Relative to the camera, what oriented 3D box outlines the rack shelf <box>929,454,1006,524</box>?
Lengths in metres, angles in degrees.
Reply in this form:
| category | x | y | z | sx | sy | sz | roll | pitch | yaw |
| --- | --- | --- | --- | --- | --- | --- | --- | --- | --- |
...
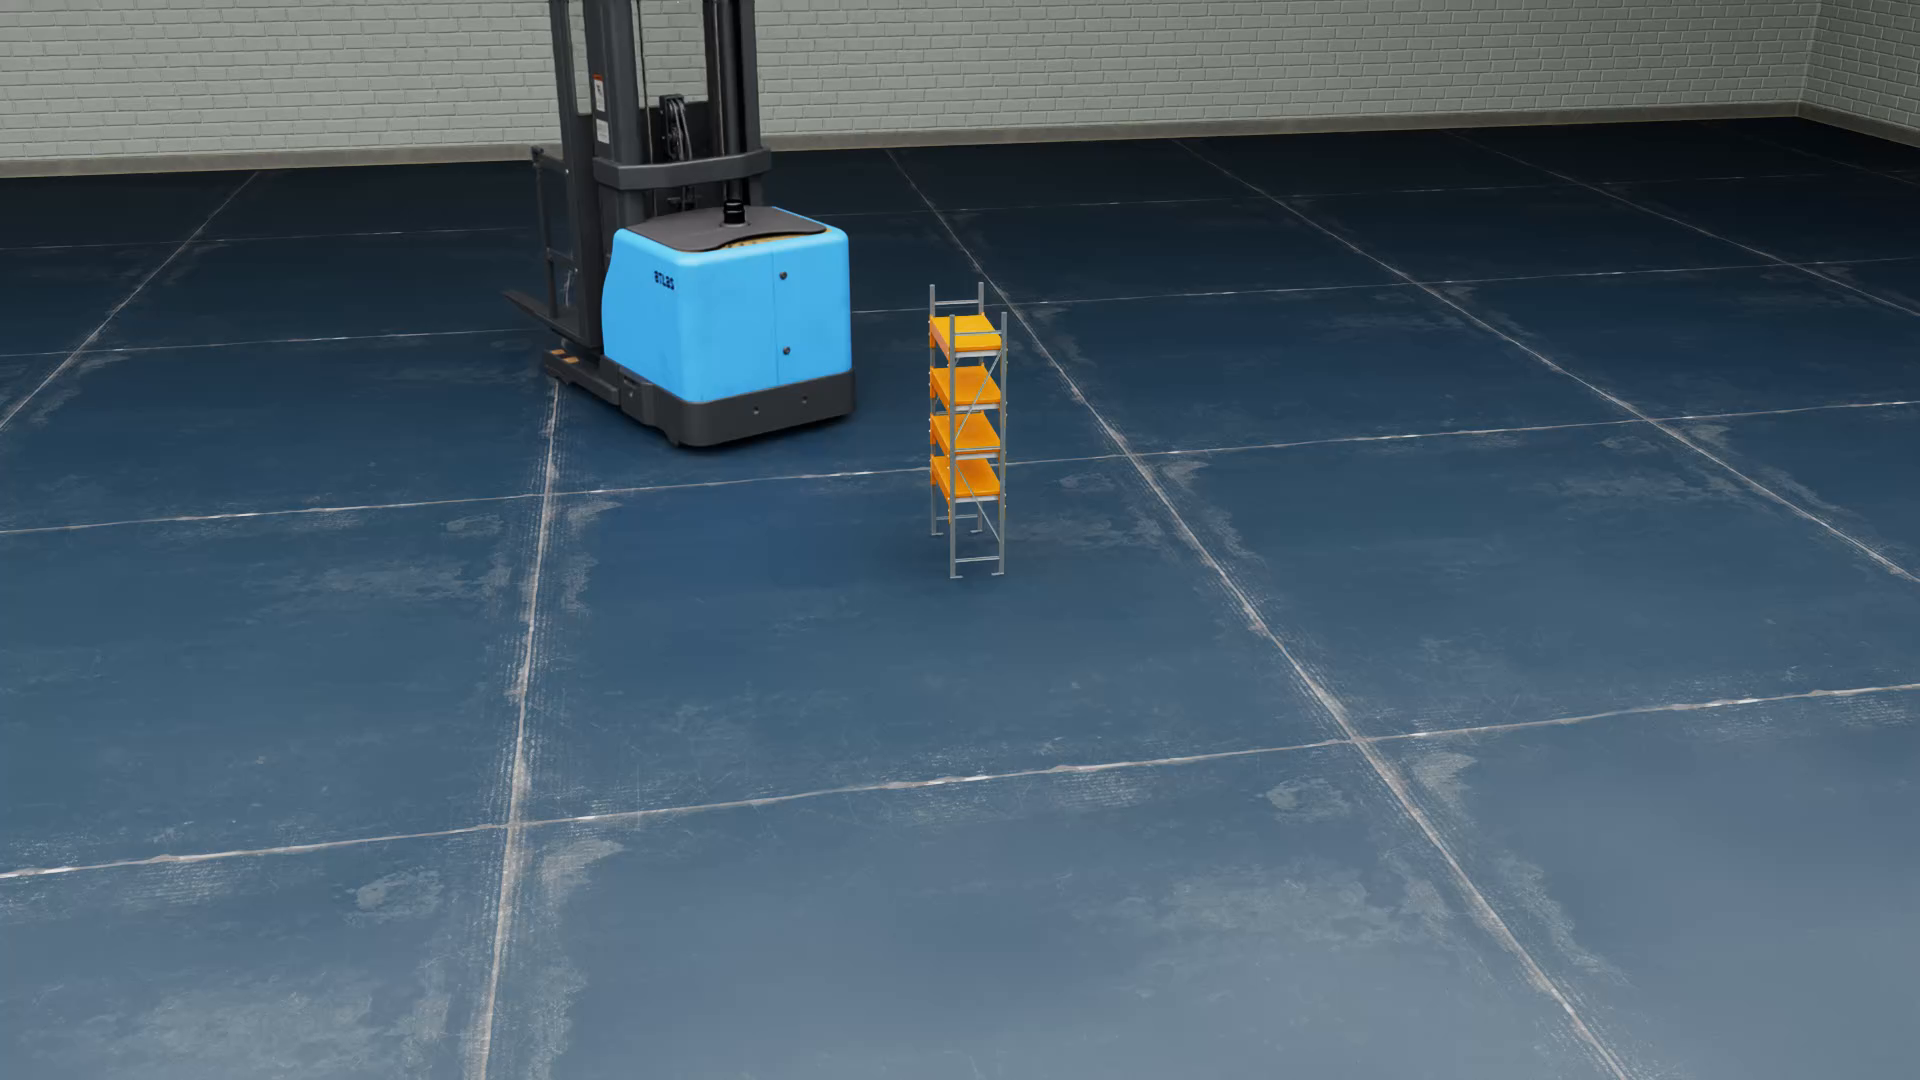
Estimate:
| category | x | y | z | sx | sy | sz | roll | pitch | yaw |
| --- | --- | --- | --- | --- | --- | --- | --- | --- | --- |
| rack shelf | 0.031 | -0.241 | 7.467 | 0.258 | 0.148 | 0.480 | -4 | 24 | -10 |

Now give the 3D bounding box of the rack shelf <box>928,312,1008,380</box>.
| category | x | y | z | sx | sy | sz | roll | pitch | yaw |
| --- | --- | --- | --- | --- | --- | --- | --- | --- | --- |
| rack shelf | 0.031 | -0.845 | 7.204 | 0.258 | 0.148 | 0.480 | -4 | 24 | -10 |

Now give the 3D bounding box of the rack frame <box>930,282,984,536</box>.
| category | x | y | z | sx | sy | sz | roll | pitch | yaw |
| --- | --- | --- | --- | --- | --- | --- | --- | --- | --- |
| rack frame | -0.014 | -0.581 | 7.581 | 0.240 | 1.200 | 0.015 | -4 | 24 | -10 |

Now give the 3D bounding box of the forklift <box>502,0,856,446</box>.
| category | x | y | z | sx | sy | sz | roll | pitch | yaw |
| --- | --- | --- | --- | --- | --- | --- | --- | --- | --- |
| forklift | -1.851 | -2.362 | 9.496 | 1.130 | 2.935 | 3.031 | -16 | 28 | -33 |

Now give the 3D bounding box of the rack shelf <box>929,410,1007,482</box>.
| category | x | y | z | sx | sy | sz | roll | pitch | yaw |
| --- | --- | --- | --- | --- | --- | --- | --- | --- | --- |
| rack shelf | 0.031 | -0.423 | 7.388 | 0.258 | 0.148 | 0.480 | -4 | 24 | -10 |

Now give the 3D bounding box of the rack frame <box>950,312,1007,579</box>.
| category | x | y | z | sx | sy | sz | roll | pitch | yaw |
| --- | --- | --- | --- | --- | --- | --- | --- | --- | --- |
| rack frame | 0.076 | -0.389 | 7.141 | 0.240 | 1.200 | 0.015 | -4 | 24 | -10 |

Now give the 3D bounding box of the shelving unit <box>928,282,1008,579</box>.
| category | x | y | z | sx | sy | sz | roll | pitch | yaw |
| --- | --- | --- | --- | --- | --- | --- | --- | --- | --- |
| shelving unit | 0.031 | -0.485 | 7.361 | 0.258 | 1.200 | 0.503 | -4 | 24 | -10 |

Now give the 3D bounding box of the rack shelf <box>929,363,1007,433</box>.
| category | x | y | z | sx | sy | sz | roll | pitch | yaw |
| --- | --- | --- | --- | --- | --- | --- | --- | --- | --- |
| rack shelf | 0.031 | -0.628 | 7.298 | 0.258 | 0.148 | 0.480 | -4 | 24 | -10 |
